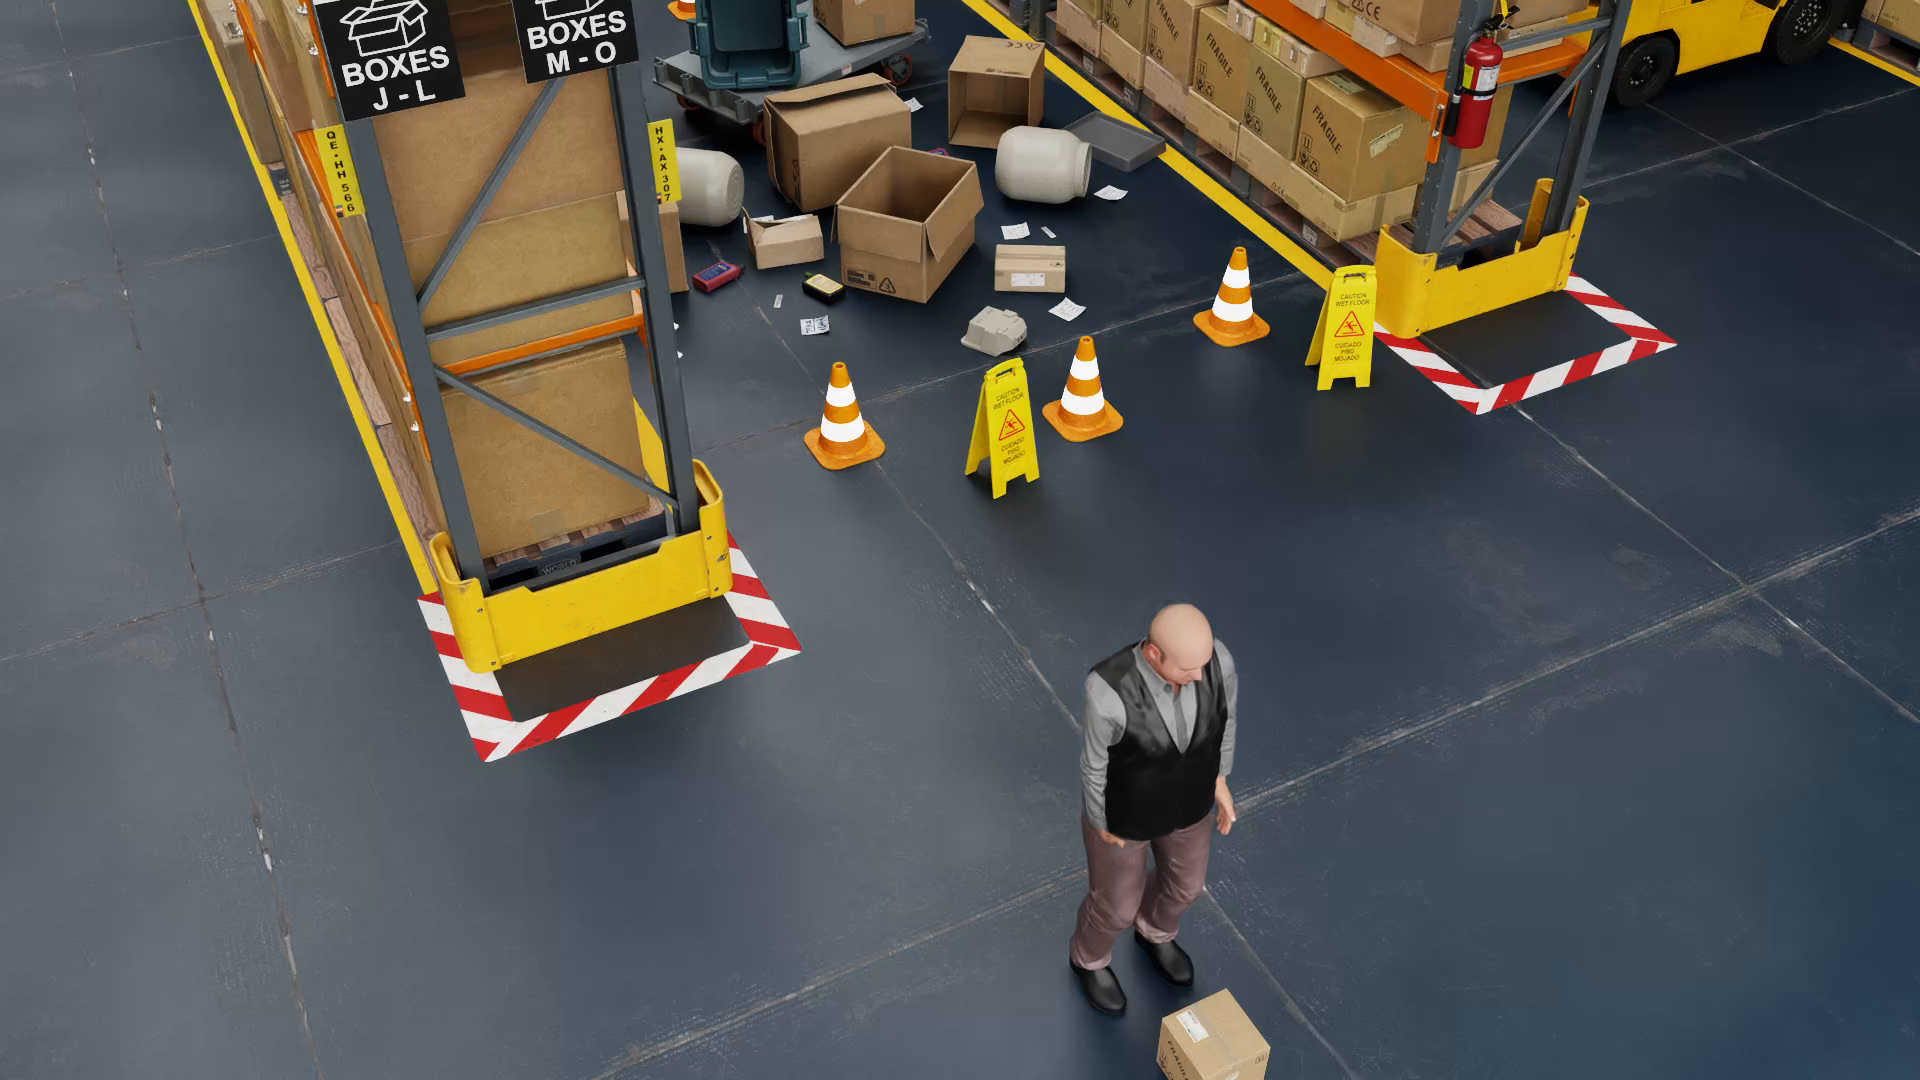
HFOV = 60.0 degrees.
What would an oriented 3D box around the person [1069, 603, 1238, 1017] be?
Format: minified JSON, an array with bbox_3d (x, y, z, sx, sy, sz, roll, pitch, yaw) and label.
[{"bbox_3d":[0.612,0.826,5.242,0.538,1.710,0.358,-18,44,-20],"label":"person"}]
